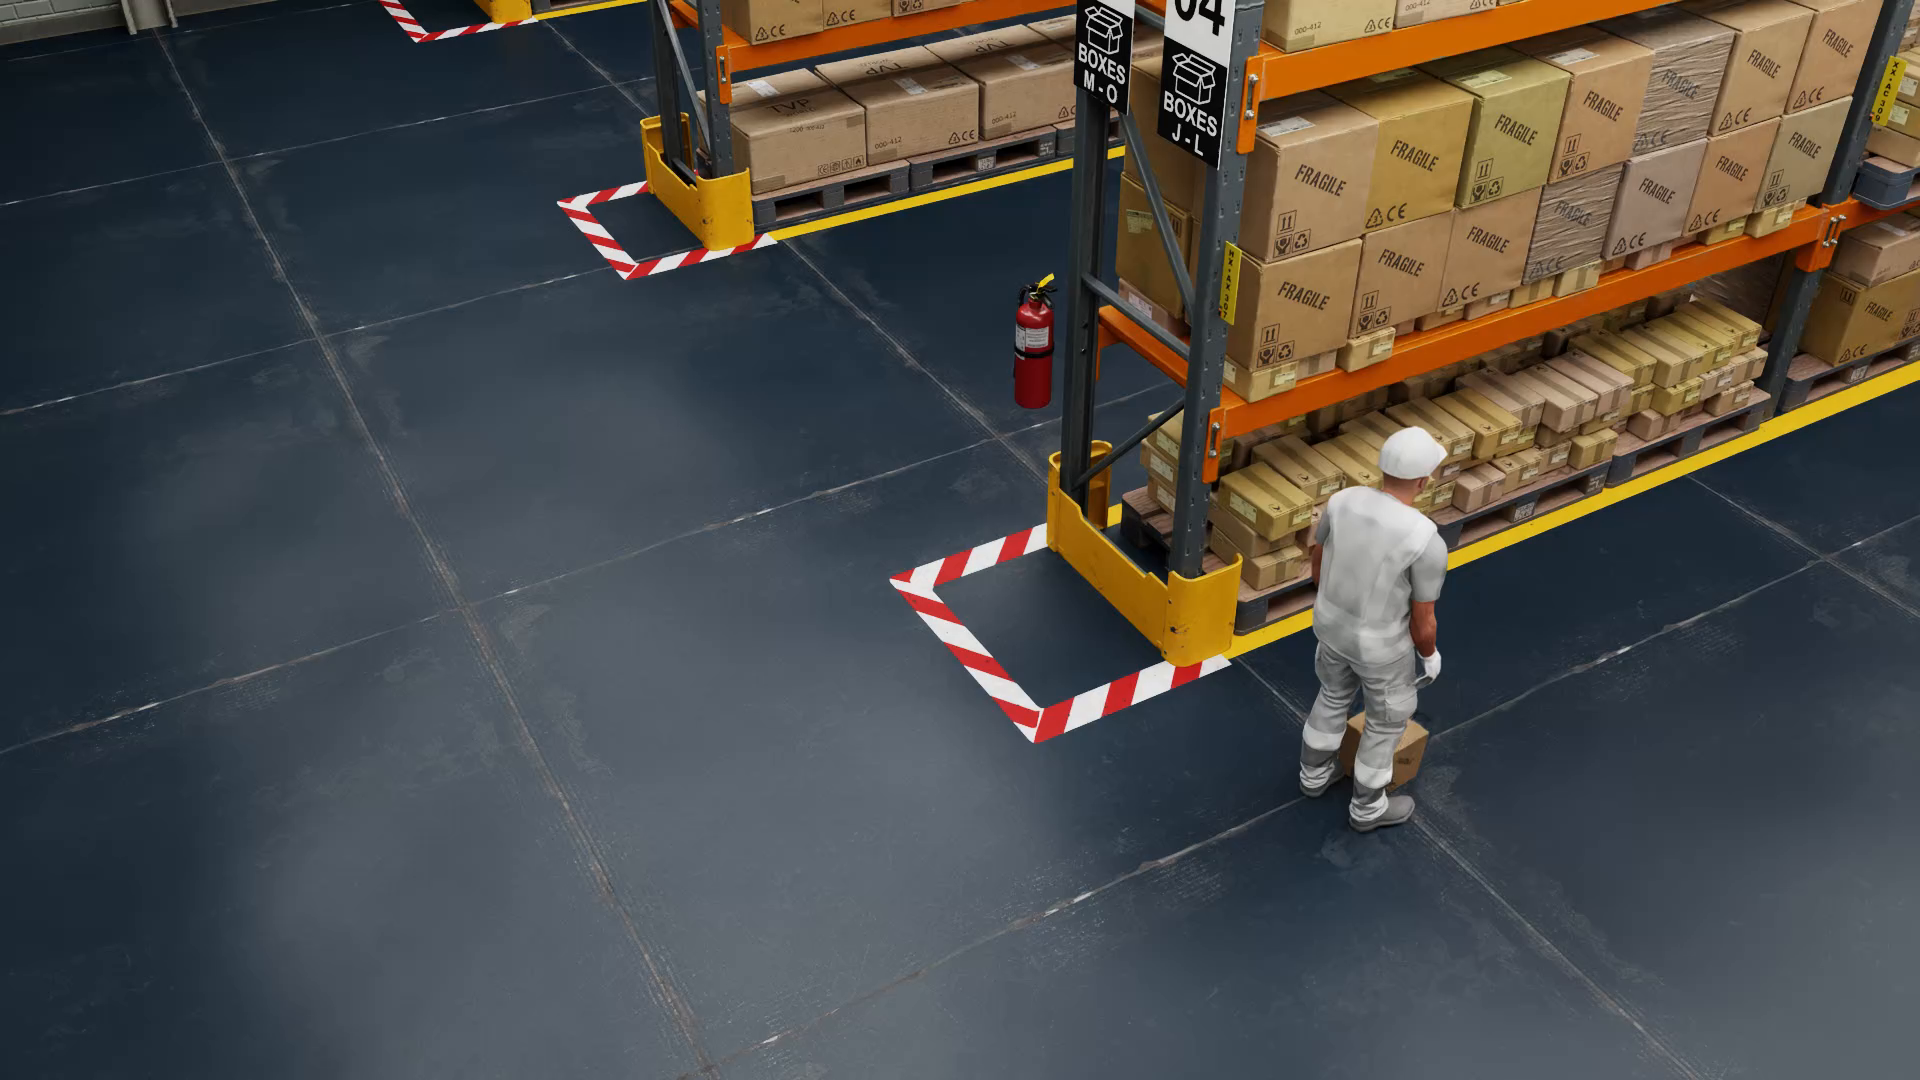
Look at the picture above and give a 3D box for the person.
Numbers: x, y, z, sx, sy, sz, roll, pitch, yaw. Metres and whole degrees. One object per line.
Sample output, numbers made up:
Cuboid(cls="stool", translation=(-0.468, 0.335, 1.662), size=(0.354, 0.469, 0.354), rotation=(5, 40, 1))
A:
Cuboid(cls="person", translation=(1.595, 0.358, 6.431), size=(0.441, 1.780, 0.576), rotation=(-26, 44, -30))
